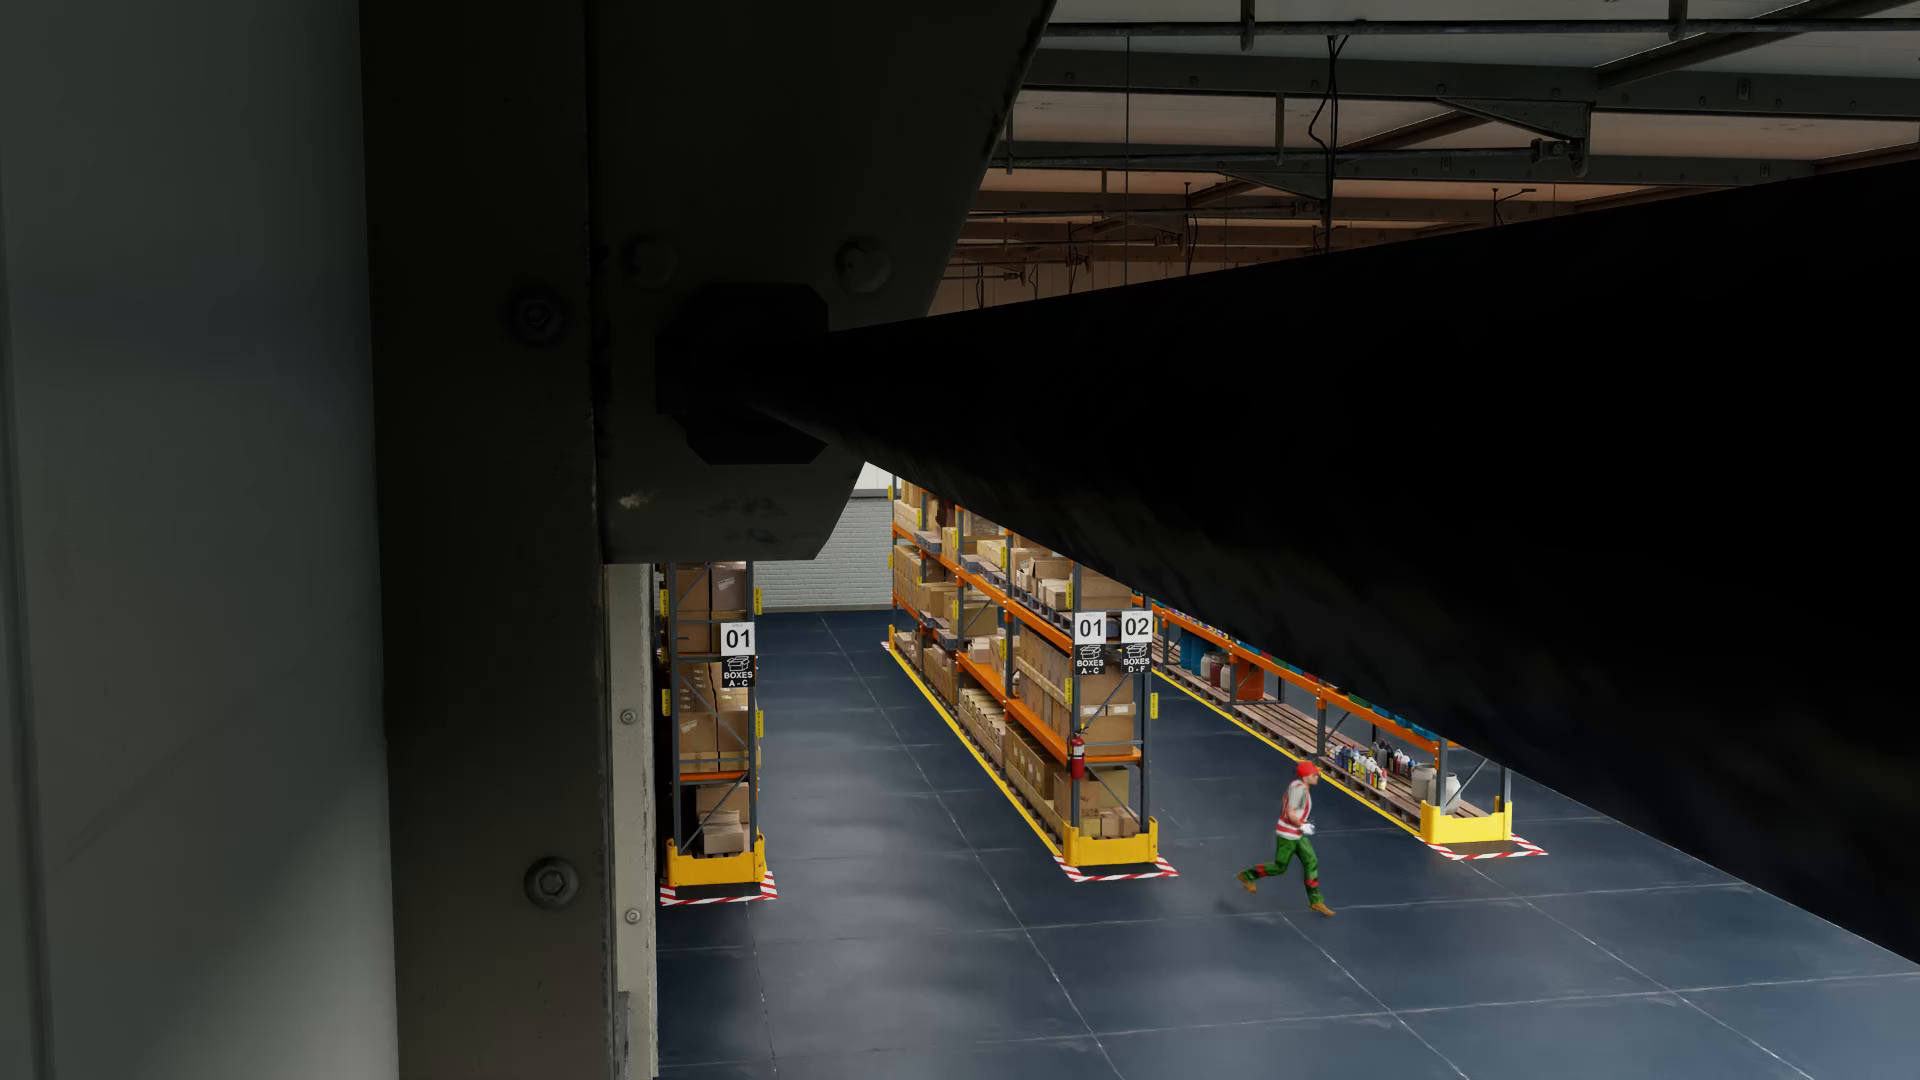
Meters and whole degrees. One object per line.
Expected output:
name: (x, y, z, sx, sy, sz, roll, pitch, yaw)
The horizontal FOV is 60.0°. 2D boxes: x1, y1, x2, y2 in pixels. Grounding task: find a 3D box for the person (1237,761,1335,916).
person: (3.759, 3.401, 19.103, 1.119, 1.770, 0.659, 2, 7, 21)
